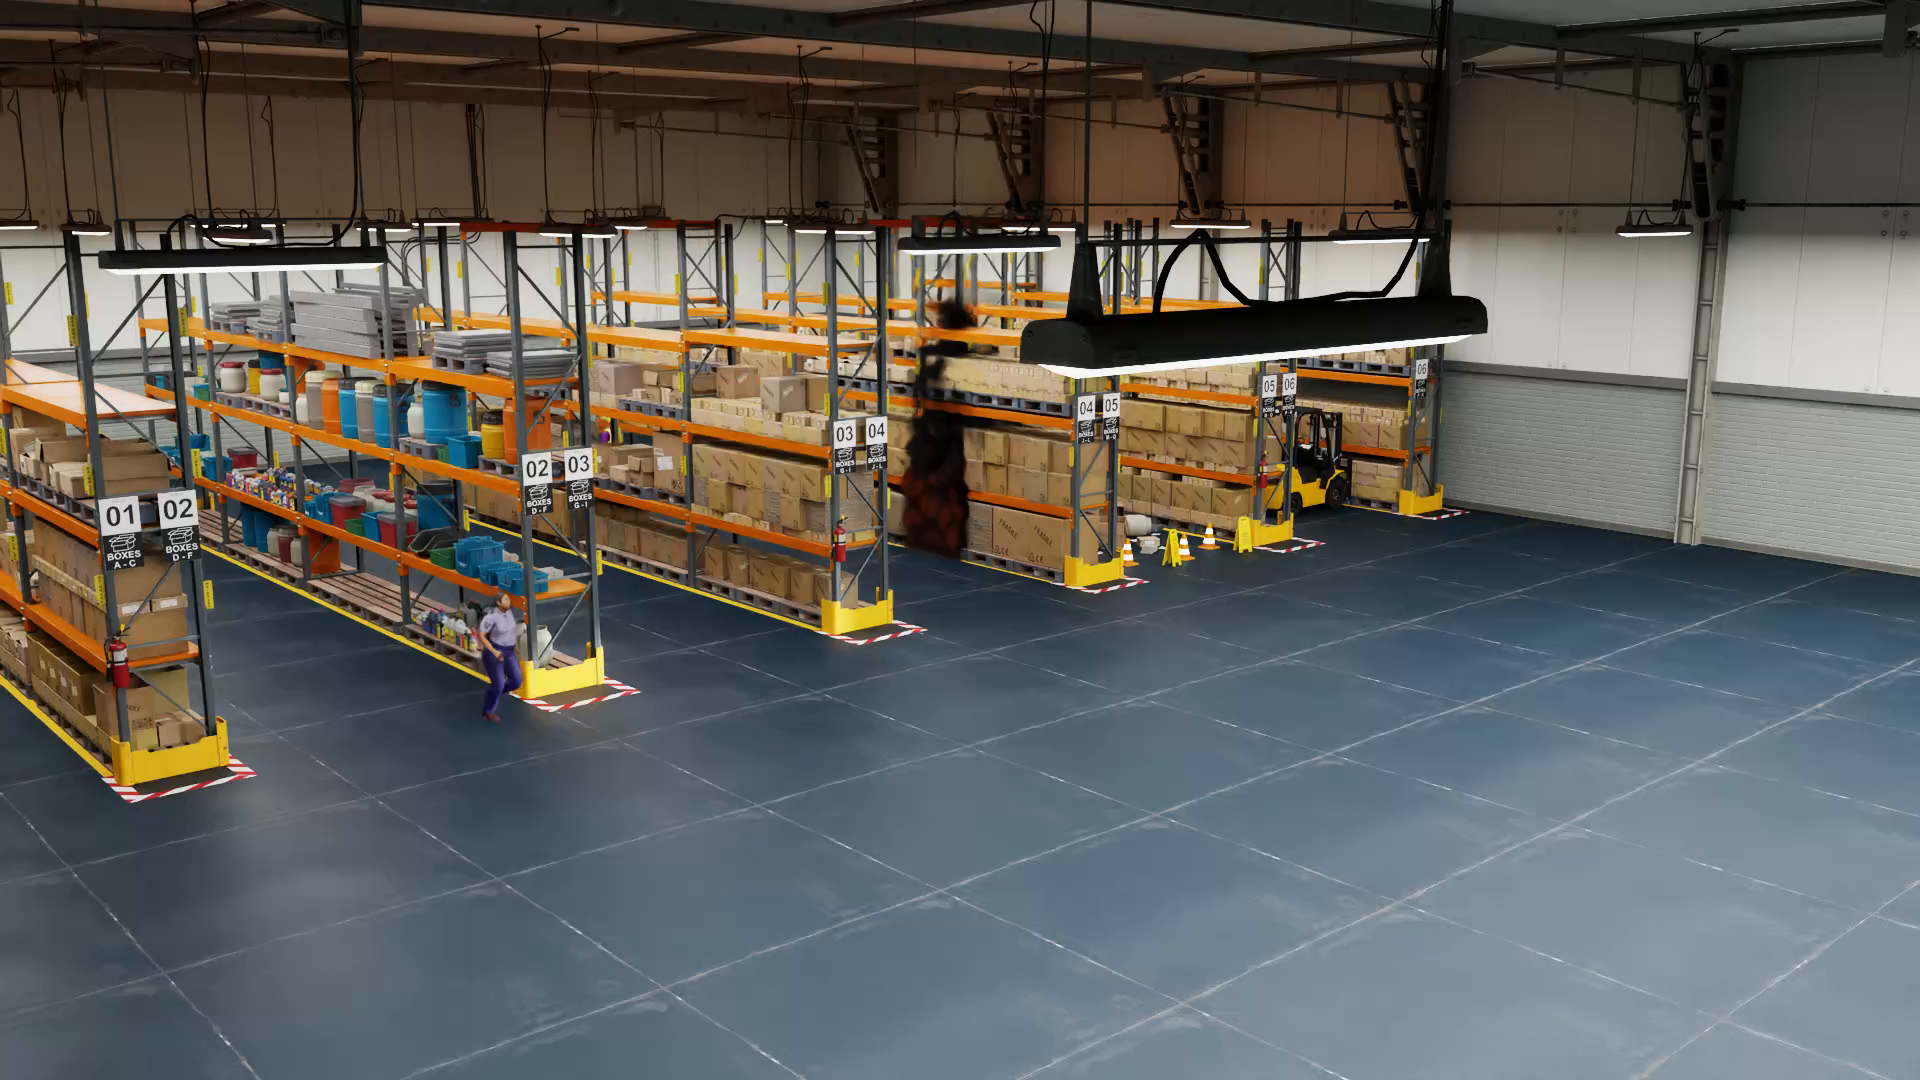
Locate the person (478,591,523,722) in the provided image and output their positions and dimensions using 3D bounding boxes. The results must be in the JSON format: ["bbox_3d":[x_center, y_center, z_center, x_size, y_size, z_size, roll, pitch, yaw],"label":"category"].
[{"bbox_3d":[-5.729,1.437,20.822,0.520,1.580,0.657,6,13,27],"label":"person"}]

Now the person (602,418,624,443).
[{"bbox_3d":[-7.602,-1.888,36.774,0.674,1.736,0.756,-10,15,-42],"label":"person"}]
